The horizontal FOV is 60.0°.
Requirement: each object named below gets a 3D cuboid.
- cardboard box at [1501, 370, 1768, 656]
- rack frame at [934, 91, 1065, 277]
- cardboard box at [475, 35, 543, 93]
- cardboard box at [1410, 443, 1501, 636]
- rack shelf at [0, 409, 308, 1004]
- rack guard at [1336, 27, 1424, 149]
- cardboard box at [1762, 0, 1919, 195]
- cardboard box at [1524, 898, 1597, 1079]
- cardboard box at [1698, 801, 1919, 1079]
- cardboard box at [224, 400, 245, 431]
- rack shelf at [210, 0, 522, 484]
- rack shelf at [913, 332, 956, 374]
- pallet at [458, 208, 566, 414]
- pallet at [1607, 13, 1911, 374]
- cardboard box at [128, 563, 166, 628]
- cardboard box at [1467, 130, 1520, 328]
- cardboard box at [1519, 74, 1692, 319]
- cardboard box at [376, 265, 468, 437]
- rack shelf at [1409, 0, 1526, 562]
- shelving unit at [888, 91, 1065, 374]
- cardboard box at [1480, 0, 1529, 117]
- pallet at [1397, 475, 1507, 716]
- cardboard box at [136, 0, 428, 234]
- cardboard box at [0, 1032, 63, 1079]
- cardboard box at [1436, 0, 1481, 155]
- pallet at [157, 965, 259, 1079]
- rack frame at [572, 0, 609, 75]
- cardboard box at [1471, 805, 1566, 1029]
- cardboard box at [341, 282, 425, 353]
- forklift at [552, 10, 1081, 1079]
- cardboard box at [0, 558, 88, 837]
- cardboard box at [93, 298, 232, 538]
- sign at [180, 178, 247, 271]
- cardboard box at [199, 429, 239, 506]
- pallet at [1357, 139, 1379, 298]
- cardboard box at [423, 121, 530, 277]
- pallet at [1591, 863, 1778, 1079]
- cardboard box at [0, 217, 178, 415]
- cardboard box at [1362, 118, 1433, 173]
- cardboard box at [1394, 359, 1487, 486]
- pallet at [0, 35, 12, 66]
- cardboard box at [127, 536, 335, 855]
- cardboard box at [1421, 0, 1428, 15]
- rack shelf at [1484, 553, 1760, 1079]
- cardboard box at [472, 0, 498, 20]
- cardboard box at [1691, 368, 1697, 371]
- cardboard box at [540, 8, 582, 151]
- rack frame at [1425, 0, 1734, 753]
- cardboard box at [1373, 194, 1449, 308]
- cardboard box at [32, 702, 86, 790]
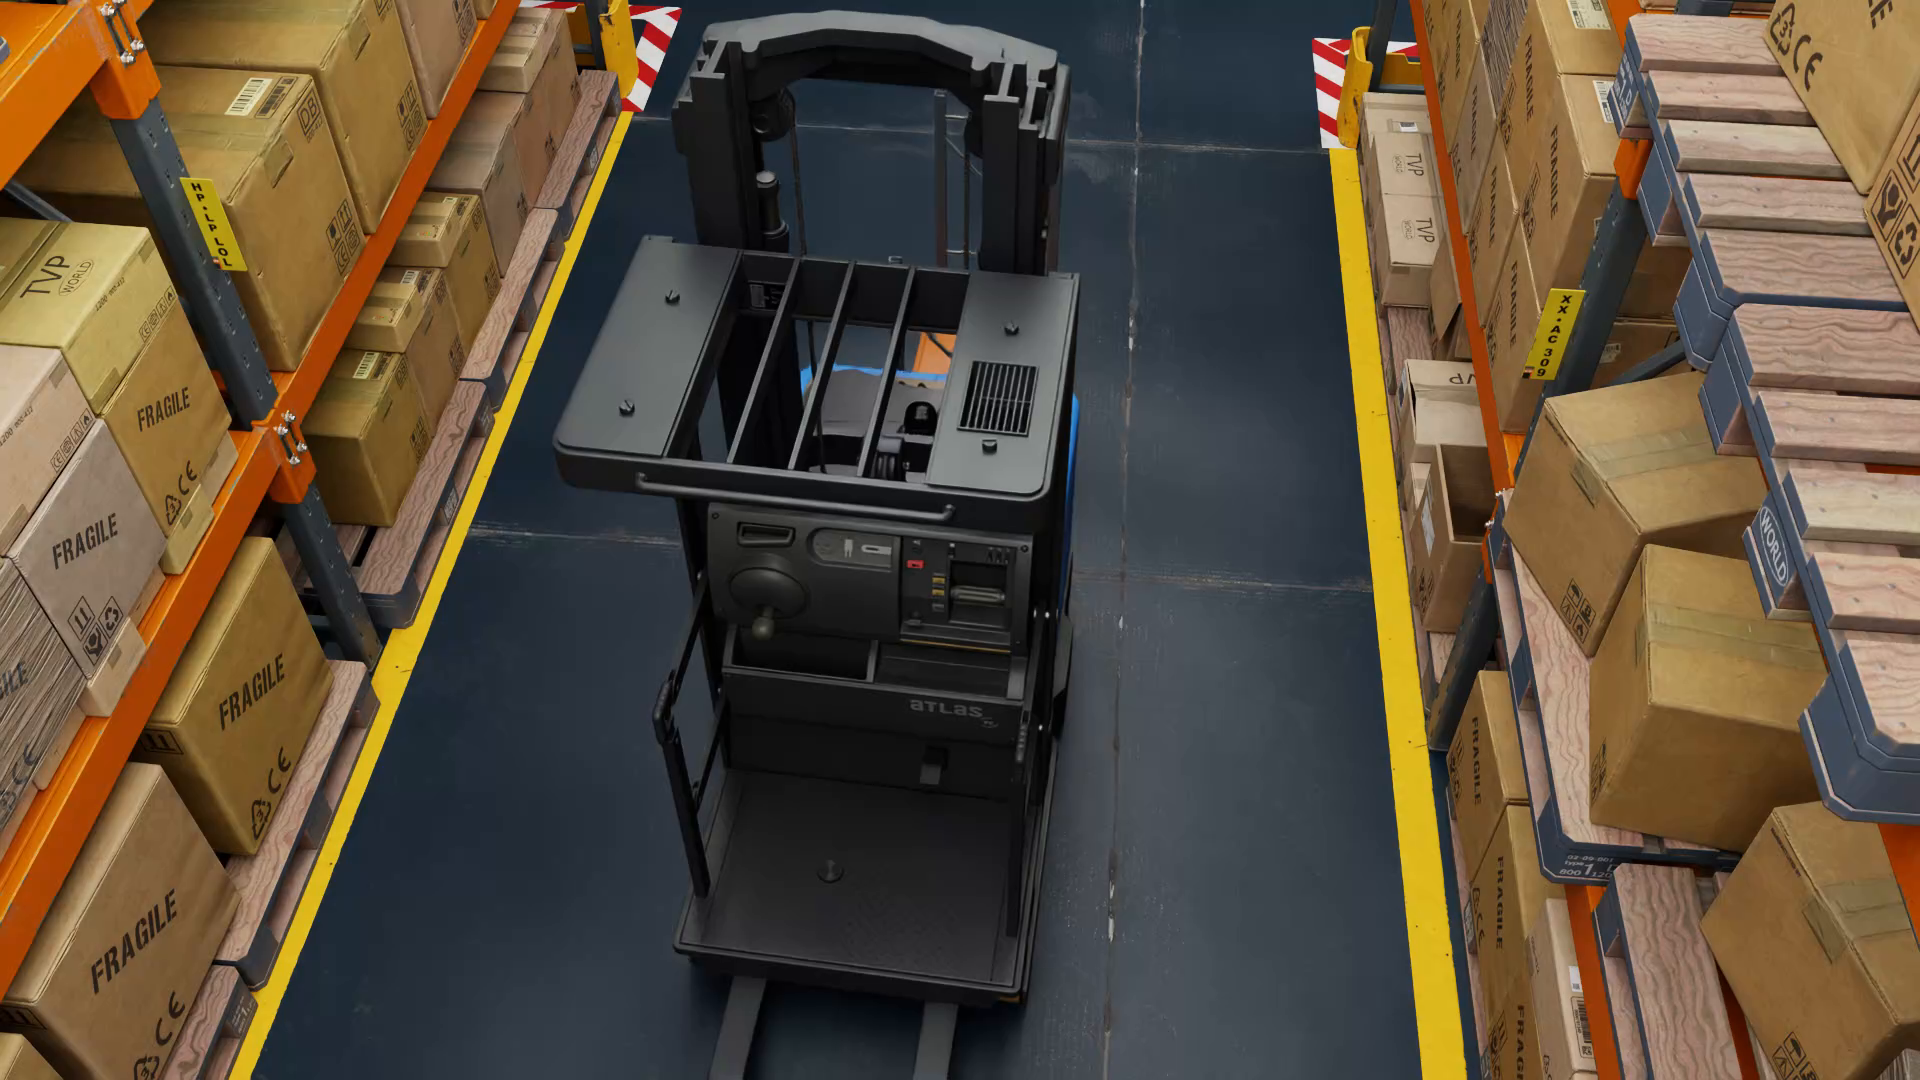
[{"bbox_3d":[1.947,-0.095,4.478,0.700,0.500,0.500,-11,48,-10],"label":"cardboard box"},{"bbox_3d":[0.151,-1.159,6.820,0.500,1.500,0.032,6,48,6],"label":"rack frame"},{"bbox_3d":[-2.173,-2.224,7.747,0.380,0.149,0.250,5,48,5],"label":"cardboard box"},{"bbox_3d":[1.983,0.005,6.135,0.500,0.500,0.500,4,48,4],"label":"cardboard box"},{"bbox_3d":[-2.902,1.129,4.198,1.077,0.370,4.000,4,48,4],"label":"rack shelf"},{"bbox_3d":[2.571,-2.293,8.534,1.175,0.500,0.348,4,48,4],"label":"rack guard"},{"bbox_3d":[2.094,-1.109,3.305,0.600,0.600,0.600,0,48,0],"label":"cardboard box"},{"bbox_3d":[1.835,1.263,4.476,0.500,0.250,0.500,4,48,4],"label":"cardboard box"},{"bbox_3d":[2.114,0.874,3.591,0.700,0.500,0.500,-7,48,-6],"label":"cardboard box"},{"bbox_3d":[-2.761,-0.550,6.216,0.380,0.149,0.250,4,48,3],"label":"cardboard box"},{"bbox_3d":[-2.538,-1.810,6.886,1.077,0.370,4.000,4,48,4],"label":"rack shelf"},{"bbox_3d":[0.079,-0.667,6.613,0.538,0.185,1.000,6,48,6],"label":"rack shelf"},{"bbox_3d":[-2.464,-1.095,7.634,1.003,0.211,1.213,4,48,4],"label":"pallet"},{"bbox_3d":[2.084,-0.727,3.503,1.213,0.211,1.003,4,48,4],"label":"pallet"},{"bbox_3d":[-2.537,0.137,4.775,0.380,0.149,0.250,5,48,5],"label":"cardboard box"},{"bbox_3d":[2.049,-1.050,5.636,0.500,0.500,0.500,5,48,5],"label":"cardboard box"},{"bbox_3d":[2.002,-1.013,4.924,0.500,0.500,0.500,4,48,4],"label":"cardboard box"},{"bbox_3d":[-2.501,-0.793,6.878,0.700,0.500,0.500,3,48,3],"label":"cardboard box"},{"bbox_3d":[2.396,-1.480,6.584,1.077,0.370,4.000,4,48,4],"label":"rack shelf"},{"bbox_3d":[0.080,-0.795,6.486,0.587,1.500,1.083,6,48,6],"label":"shelving unit"},{"bbox_3d":[2.092,-1.760,5.608,0.500,0.500,0.500,4,48,4],"label":"cardboard box"},{"bbox_3d":[2.277,0.184,6.465,1.003,0.211,1.213,4,48,4],"label":"pallet"},{"bbox_3d":[-2.582,-1.618,6.020,0.980,0.700,0.700,3,48,3],"label":"cardboard box"},{"bbox_3d":[-2.801,1.765,4.301,0.750,0.750,0.750,4,48,3],"label":"cardboard box"},{"bbox_3d":[2.137,-1.802,6.324,0.500,0.500,0.500,4,48,4],"label":"cardboard box"},{"bbox_3d":[-2.824,1.829,4.960,1.003,0.211,1.213,4,48,4],"label":"pallet"},{"bbox_3d":[-2.356,-3.523,7.965,1.000,3.000,0.127,4,48,4],"label":"rack frame"},{"bbox_3d":[1.889,1.174,5.065,0.500,0.500,0.500,4,48,4],"label":"cardboard box"},{"bbox_3d":[-2.337,-0.882,6.520,0.380,0.149,0.250,5,48,5],"label":"cardboard box"},{"bbox_3d":[-0.288,0.221,4.588,1.130,2.935,3.031,6,48,6],"label":"forklift"},{"bbox_3d":[-2.602,0.376,4.116,0.500,0.500,0.500,4,48,4],"label":"cardboard box"},{"bbox_3d":[-2.511,-0.368,4.797,0.500,0.500,0.500,3,48,3],"label":"cardboard box"},{"bbox_3d":[-2.179,-0.918,4.852,0.100,0.325,0.005,4,48,4],"label":"sign"},{"bbox_3d":[-2.469,-0.238,5.117,0.380,0.149,0.250,4,48,4],"label":"cardboard box"},{"bbox_3d":[2.499,-1.609,8.105,1.003,0.211,1.213,4,48,4],"label":"pallet"},{"bbox_3d":[-2.410,-1.562,7.581,0.700,0.500,0.500,2,48,2],"label":"cardboard box"},{"bbox_3d":[2.021,1.322,3.664,1.003,0.211,1.213,4,48,4],"label":"pallet"},{"bbox_3d":[-2.508,-0.617,4.516,0.500,0.250,0.500,5,48,4],"label":"cardboard box"},{"bbox_3d":[2.175,-1.916,8.118,0.380,0.166,0.250,4,48,4],"label":"cardboard box"},{"bbox_3d":[2.051,-0.483,6.709,0.500,0.311,0.500,4,48,4],"label":"cardboard box"},{"bbox_3d":[-2.755,-0.854,3.621,0.805,0.209,1.217,2,48,2],"label":"pallet"},{"bbox_3d":[-2.650,0.487,5.470,0.750,0.750,0.750,4,48,4],"label":"cardboard box"},{"bbox_3d":[2.233,-2.538,6.997,0.500,0.500,0.500,3,48,3],"label":"cardboard box"},{"bbox_3d":[2.031,1.460,3.896,1.077,0.370,4.000,4,48,4],"label":"rack shelf"},{"bbox_3d":[-2.447,-2.713,7.021,0.980,0.700,0.700,4,48,3],"label":"cardboard box"},{"bbox_3d":[2.531,-0.643,5.263,0.500,0.500,0.500,5,48,5],"label":"cardboard box"},{"bbox_3d":[-2.320,-2.300,8.256,0.700,0.500,0.500,4,48,4],"label":"cardboard box"},{"bbox_3d":[2.213,-0.253,4.974,1.000,3.000,0.127,4,48,4],"label":"rack frame"},{"bbox_3d":[2.155,-1.297,7.495,0.500,0.250,0.500,4,48,4],"label":"cardboard box"},{"bbox_3d":[-2.591,0.510,4.434,0.380,0.149,0.250,4,48,4],"label":"cardboard box"}]
